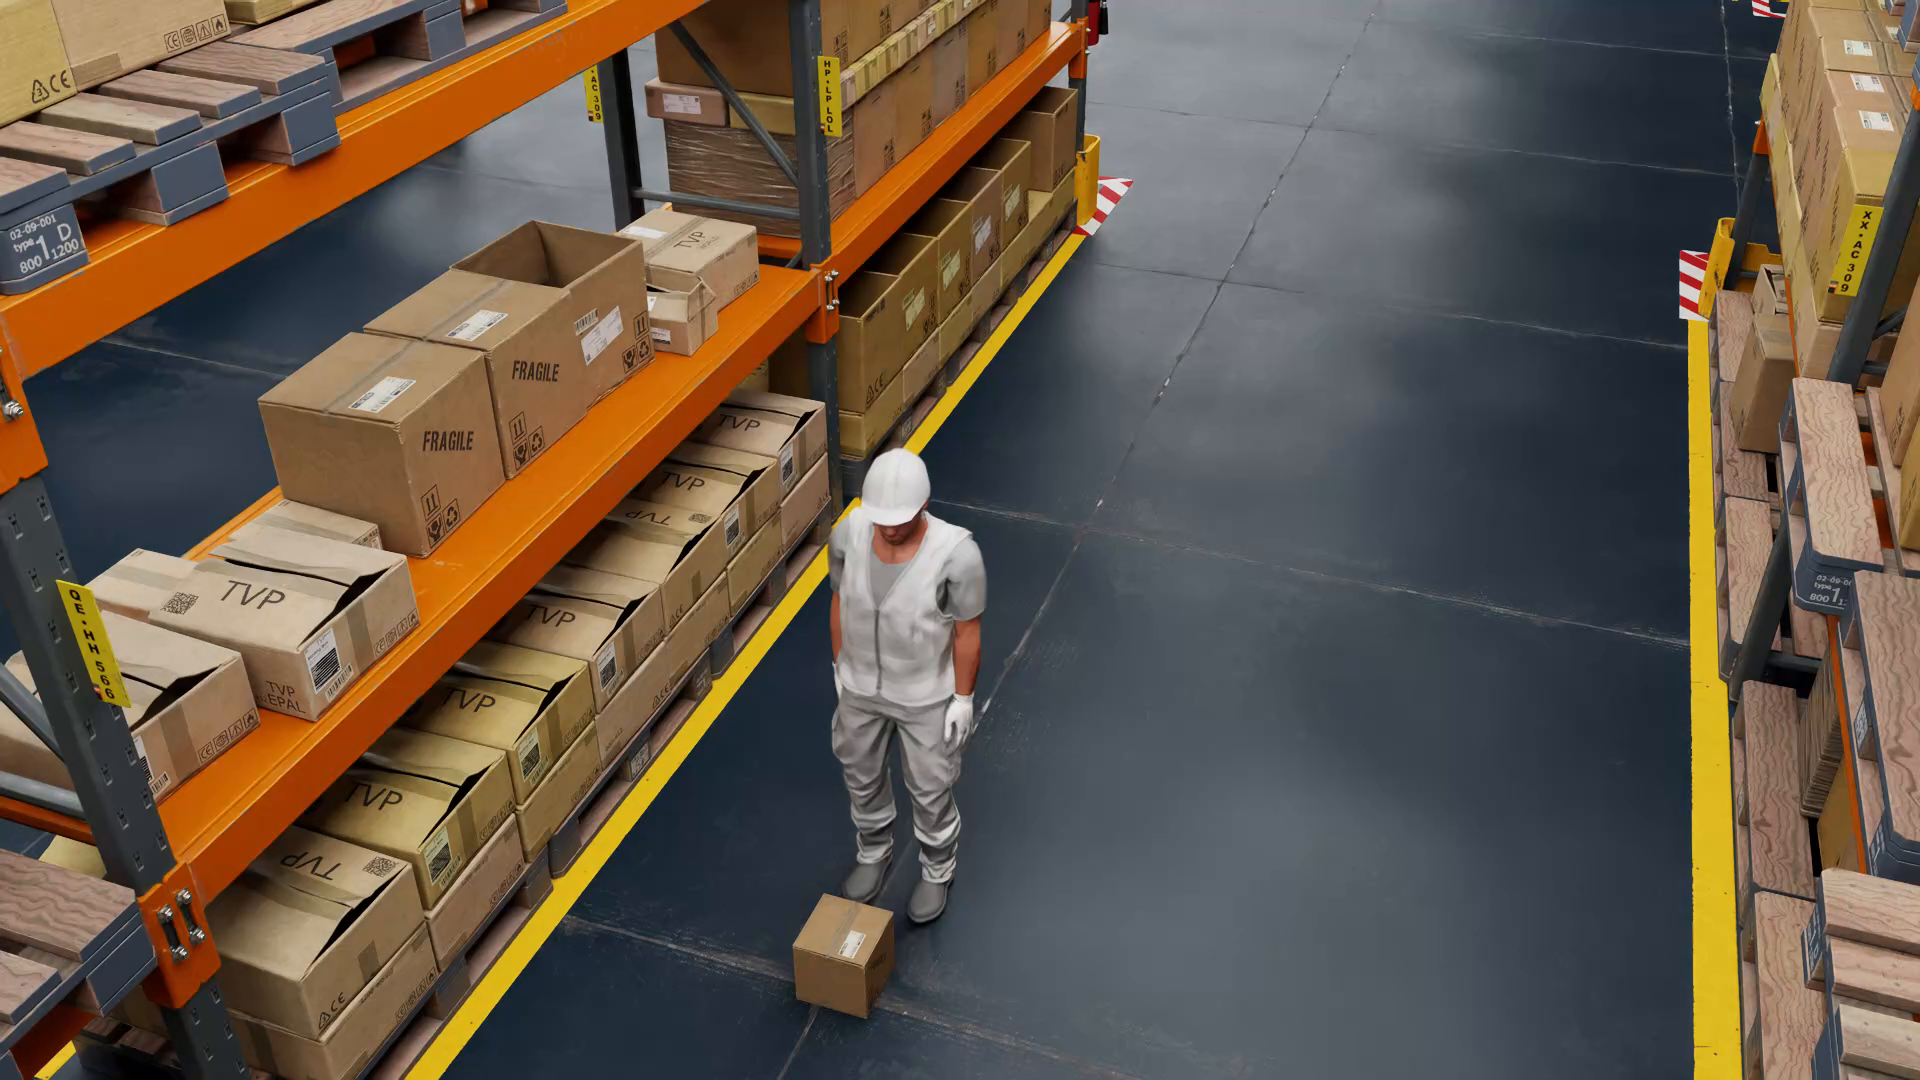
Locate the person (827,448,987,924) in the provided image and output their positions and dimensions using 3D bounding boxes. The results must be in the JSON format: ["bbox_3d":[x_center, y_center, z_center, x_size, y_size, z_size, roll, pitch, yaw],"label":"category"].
[{"bbox_3d":[-0.187,0.481,5.385,0.528,1.775,0.358,12,35,17],"label":"person"}]
